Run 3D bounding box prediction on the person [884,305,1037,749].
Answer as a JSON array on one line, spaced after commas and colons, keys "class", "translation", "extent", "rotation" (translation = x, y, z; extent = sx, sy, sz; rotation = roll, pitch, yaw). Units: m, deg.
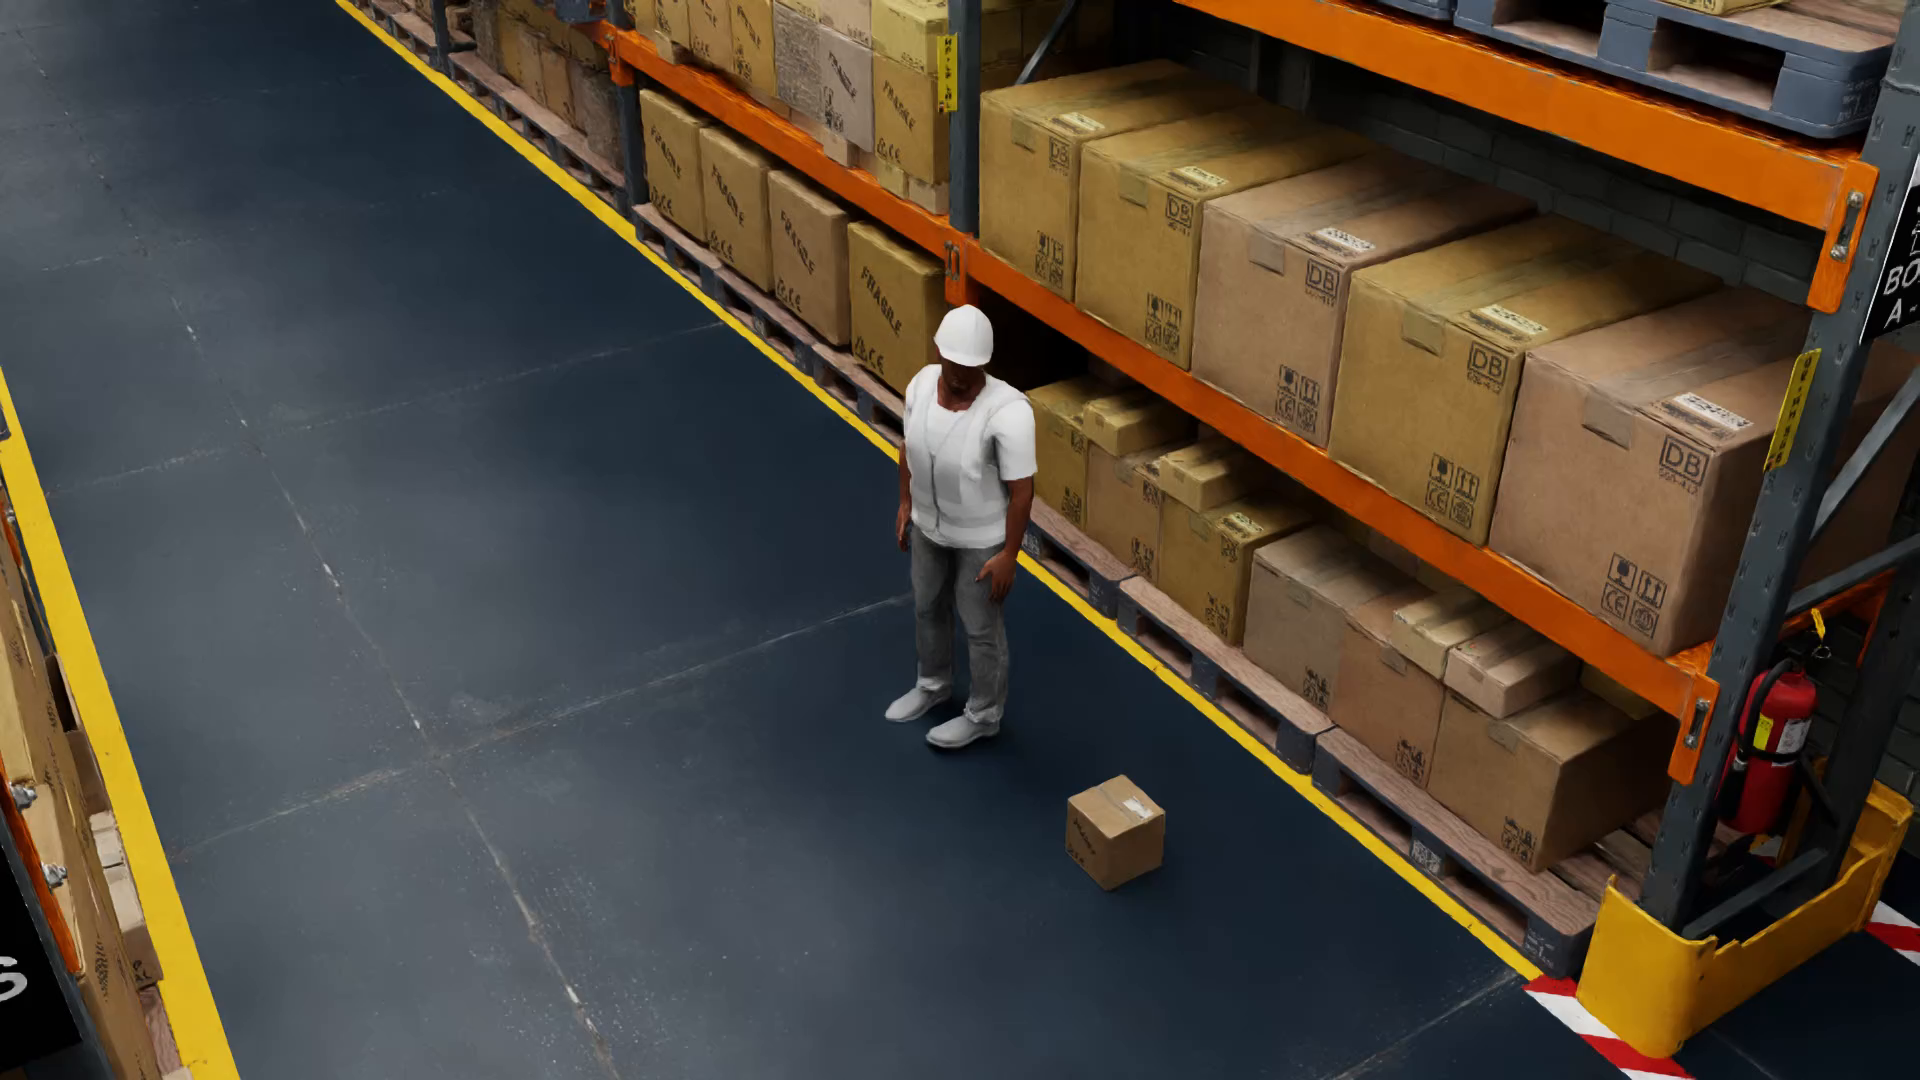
[{"class": "person", "translation": [-0.012, -0.020, 6.139], "extent": [0.615, 1.804, 0.413], "rotation": [24, 40, 33]}]
